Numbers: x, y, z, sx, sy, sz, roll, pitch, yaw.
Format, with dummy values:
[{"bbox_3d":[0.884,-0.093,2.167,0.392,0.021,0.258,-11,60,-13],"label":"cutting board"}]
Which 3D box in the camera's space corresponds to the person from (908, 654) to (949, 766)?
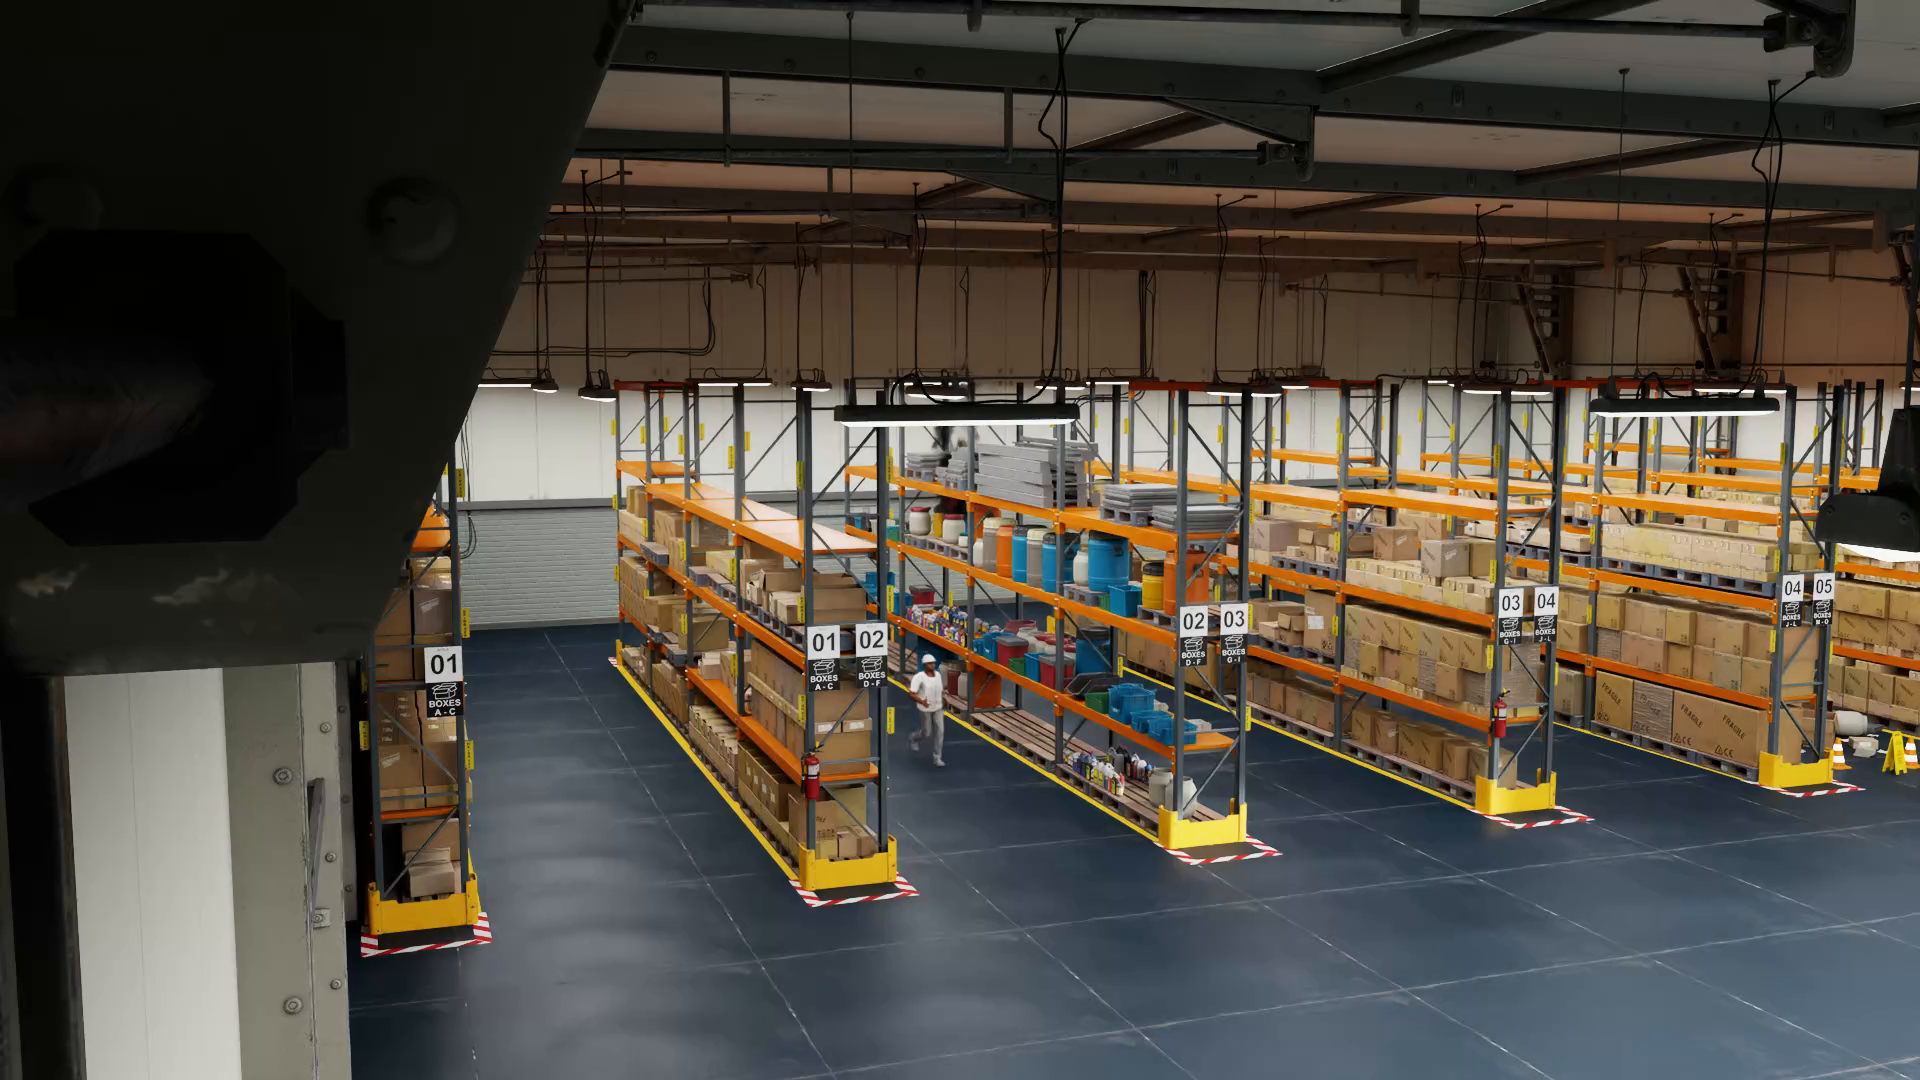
[{"bbox_3d":[-0.475,2.677,26.374,0.707,1.745,0.829,-4,7,-35],"label":"person"}]
